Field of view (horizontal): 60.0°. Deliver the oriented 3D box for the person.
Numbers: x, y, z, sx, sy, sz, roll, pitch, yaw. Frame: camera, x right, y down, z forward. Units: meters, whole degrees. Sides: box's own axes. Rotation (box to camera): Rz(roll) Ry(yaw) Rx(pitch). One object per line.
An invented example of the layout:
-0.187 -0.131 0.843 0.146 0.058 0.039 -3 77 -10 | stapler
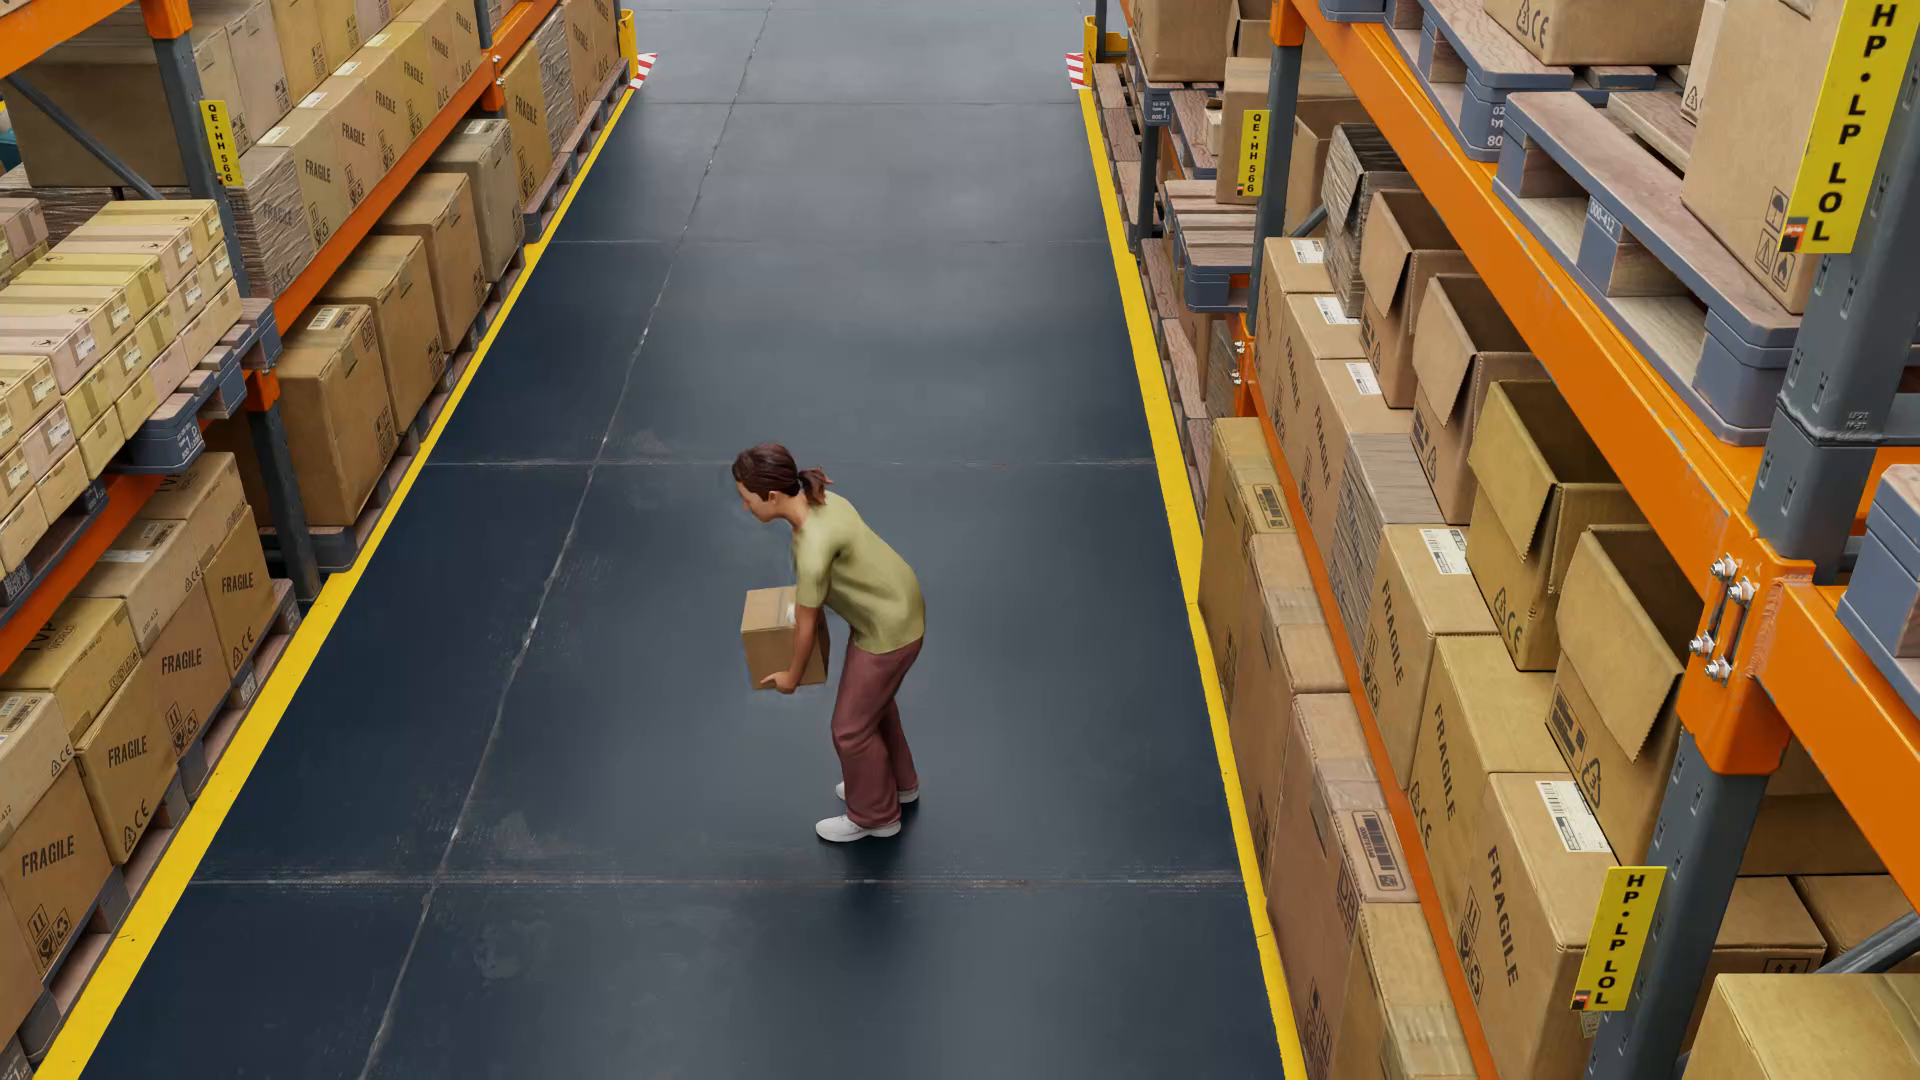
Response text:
-0.315 0.308 5.638 0.416 1.671 0.508 -2 32 -3 | person
